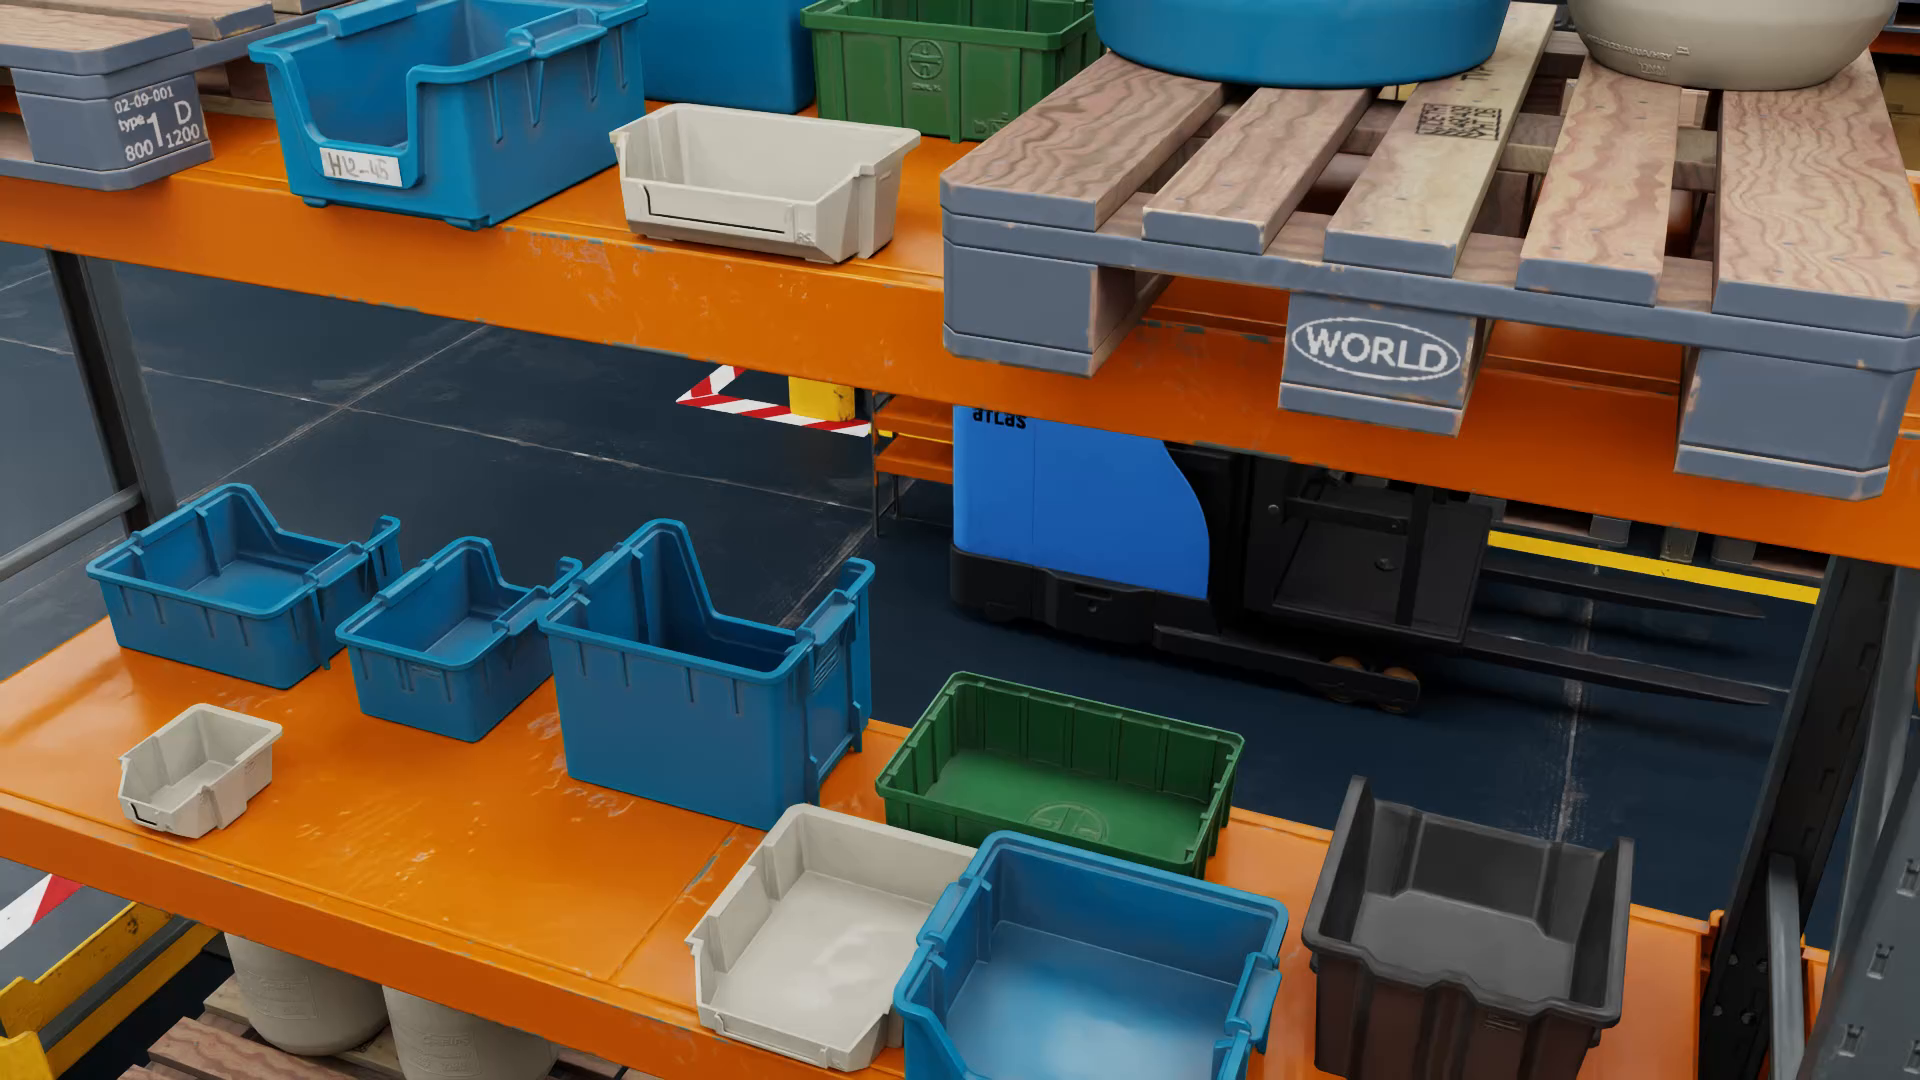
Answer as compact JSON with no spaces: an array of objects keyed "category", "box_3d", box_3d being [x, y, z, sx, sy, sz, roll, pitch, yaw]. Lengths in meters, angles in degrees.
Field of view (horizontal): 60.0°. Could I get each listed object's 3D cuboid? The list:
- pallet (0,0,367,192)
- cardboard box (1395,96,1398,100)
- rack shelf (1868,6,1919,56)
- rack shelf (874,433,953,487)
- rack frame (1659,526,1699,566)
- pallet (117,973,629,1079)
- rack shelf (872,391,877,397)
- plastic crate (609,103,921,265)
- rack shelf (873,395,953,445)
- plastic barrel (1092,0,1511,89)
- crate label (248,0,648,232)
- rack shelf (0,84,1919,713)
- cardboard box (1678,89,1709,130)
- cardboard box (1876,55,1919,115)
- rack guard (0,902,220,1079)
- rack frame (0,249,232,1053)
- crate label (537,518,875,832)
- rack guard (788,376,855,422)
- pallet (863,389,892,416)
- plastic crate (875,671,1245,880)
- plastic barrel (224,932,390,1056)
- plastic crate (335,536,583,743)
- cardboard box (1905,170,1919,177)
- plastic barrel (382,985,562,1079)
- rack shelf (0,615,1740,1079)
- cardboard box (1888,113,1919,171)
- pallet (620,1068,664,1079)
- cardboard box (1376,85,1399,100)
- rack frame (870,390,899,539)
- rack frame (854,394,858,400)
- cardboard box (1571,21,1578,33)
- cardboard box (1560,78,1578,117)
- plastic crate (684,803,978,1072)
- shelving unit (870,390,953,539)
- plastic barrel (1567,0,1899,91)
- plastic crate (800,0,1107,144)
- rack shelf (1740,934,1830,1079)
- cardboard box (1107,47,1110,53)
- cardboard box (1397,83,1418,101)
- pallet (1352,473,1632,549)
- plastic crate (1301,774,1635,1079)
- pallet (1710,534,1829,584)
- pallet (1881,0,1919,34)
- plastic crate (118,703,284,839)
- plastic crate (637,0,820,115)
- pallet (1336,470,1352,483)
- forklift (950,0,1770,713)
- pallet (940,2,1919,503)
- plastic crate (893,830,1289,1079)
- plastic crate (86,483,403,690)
[{"category":"pallet","box_3d":[-1.613,-0.944,3.016,1.213,0.211,1.003,11,31,19]},{"category":"cardboard box","box_3d":[1.862,-1.748,7.193,0.500,0.500,0.700,12,32,20]},{"category":"rack shelf","box_3d":[6.942,-3.012,10.262,4.000,0.370,1.077,11,31,19]},{"category":"rack shelf","box_3d":[-0.097,-0.308,7.116,0.480,0.148,0.258,11,31,19]},{"category":"rack frame","box_3d":[3.230,-1.436,6.742,0.127,3.000,1.000,11,31,19]},{"category":"pallet","box_3d":[-1.504,1.441,4.486,1.213,0.211,1.003,11,31,19]},{"category":"rack shelf","box_3d":[-0.097,-0.676,6.909,0.480,0.148,0.258,11,31,19]},{"category":"plastic crate","box_3d":[-0.275,-0.482,2.274,0.396,0.136,0.243,11,31,19]},{"category":"rack shelf","box_3d":[-0.097,-0.481,7.019,0.480,0.148,0.258,11,31,19]},{"category":"plastic barrel","box_3d":[0.482,-1.118,2.195,0.708,0.901,0.600,11,31,19]},{"category":"crate label","box_3d":[-0.732,-0.662,2.476,0.408,0.251,0.502,11,31,19]},{"category":"rack shelf","box_3d":[-0.489,-0.541,2.841,4.000,0.370,1.077,11,31,19]},{"category":"cardboard box","box_3d":[2.897,-1.715,6.474,0.250,0.149,0.380,11,31,19]},{"category":"cardboard box","box_3d":[6.187,-2.917,10.693,0.500,0.250,0.500,11,31,18]},{"category":"rack guard","box_3d":[-2.254,1.163,4.685,0.348,0.500,1.175,11,31,19]},{"category":"rack frame","box_3d":[-2.342,0.082,4.057,0.127,3.000,1.000,11,31,19]},{"category":"crate label","box_3d":[-0.535,0.284,3.664,0.616,0.435,0.502,11,31,19]},{"category":"rack guard","box_3d":[-0.499,-1.092,8.674,0.348,0.500,1.175,11,31,19]},{"category":"pallet","box_3d":[0.248,-0.840,8.521,1.213,0.211,1.003,11,31,19]},{"category":"plastic crate","box_3d":[0.212,0.534,3.472,0.662,0.188,0.450,11,31,19]},{"category":"plastic barrel","box_3d":[-1.704,1.069,4.412,0.421,0.512,0.421,0,29,0]},{"category":"plastic crate","box_3d":[-1.167,0.225,3.954,0.408,0.251,0.499,11,31,19]},{"category":"cardboard box","box_3d":[3.703,-1.300,6.653,0.500,0.250,0.500,13,32,22]},{"category":"plastic barrel","box_3d":[-1.239,1.162,4.248,0.421,0.512,0.421,0,29,0]},{"category":"rack shelf","box_3d":[-0.489,0.765,3.579,4.000,0.370,1.077,11,31,19]},{"category":"cardboard box","box_3d":[6.275,-2.597,10.890,0.500,0.500,0.700,11,31,18]},{"category":"pallet","box_3d":[-0.377,1.668,4.085,1.213,0.211,1.003,11,31,19]},{"category":"cardboard box","box_3d":[1.721,-1.950,6.891,0.250,0.149,0.380,12,32,21]},{"category":"rack frame","box_3d":[-0.324,-0.584,7.063,0.015,1.200,0.240,11,31,19]},{"category":"rack frame","box_3d":[-0.477,-2.176,8.052,0.127,3.000,1.000,11,31,19]},{"category":"cardboard box","box_3d":[2.348,-2.216,6.703,0.500,0.500,0.700,11,31,19]},{"category":"cardboard box","box_3d":[2.425,-1.809,6.640,0.250,0.149,0.380,10,31,18]},{"category":"plastic crate","box_3d":[-0.236,0.752,3.140,0.437,0.136,0.530,11,31,19]},{"category":"shelving unit","box_3d":[-0.097,-0.540,6.986,0.503,1.200,0.258,11,31,19]},{"category":"plastic barrel","box_3d":[1.039,-0.885,2.178,0.421,0.512,0.421,0,29,0]},{"category":"plastic crate","box_3d":[0.004,-0.808,2.798,0.450,0.188,0.336,11,31,19]},{"category":"rack shelf","box_3d":[3.217,1.505,2.270,4.000,0.370,1.077,11,31,19]},{"category":"cardboard box","box_3d":[0.763,-2.141,7.229,0.250,0.149,0.380,10,31,17]},{"category":"cardboard box","box_3d":[1.955,-1.904,6.809,0.250,0.149,0.380,11,31,19]},{"category":"pallet","box_3d":[2.509,-0.388,7.722,1.213,0.211,1.003,11,31,19]},{"category":"plastic crate","box_3d":[0.927,0.694,3.037,0.504,0.338,0.767,11,31,19]},{"category":"pallet","box_3d":[3.927,-0.104,7.219,1.213,0.211,1.003,11,31,19]},{"category":"pallet","box_3d":[5.742,-3.404,10.419,1.213,0.211,1.003,11,31,19]},{"category":"plastic crate","box_3d":[-1.634,0.509,3.569,0.250,0.136,0.298,11,31,19]},{"category":"plastic crate","box_3d":[-0.462,-1.002,2.941,0.575,0.384,0.392,11,31,19]},{"category":"pallet","box_3d":[1.374,-0.613,8.120,1.213,0.211,1.003,11,31,19]},{"category":"forklift","box_3d":[1.529,-0.935,5.926,3.031,2.935,1.130,11,31,19]},{"category":"pallet","box_3d":[0.659,-0.491,2.213,1.003,0.211,1.213,11,31,19]},{"category":"plastic crate","box_3d":[0.236,0.806,2.928,0.616,0.251,0.499,11,31,19]},{"category":"plastic crate","box_3d":[-1.766,0.103,4.171,0.616,0.251,0.499,11,31,19]}]
